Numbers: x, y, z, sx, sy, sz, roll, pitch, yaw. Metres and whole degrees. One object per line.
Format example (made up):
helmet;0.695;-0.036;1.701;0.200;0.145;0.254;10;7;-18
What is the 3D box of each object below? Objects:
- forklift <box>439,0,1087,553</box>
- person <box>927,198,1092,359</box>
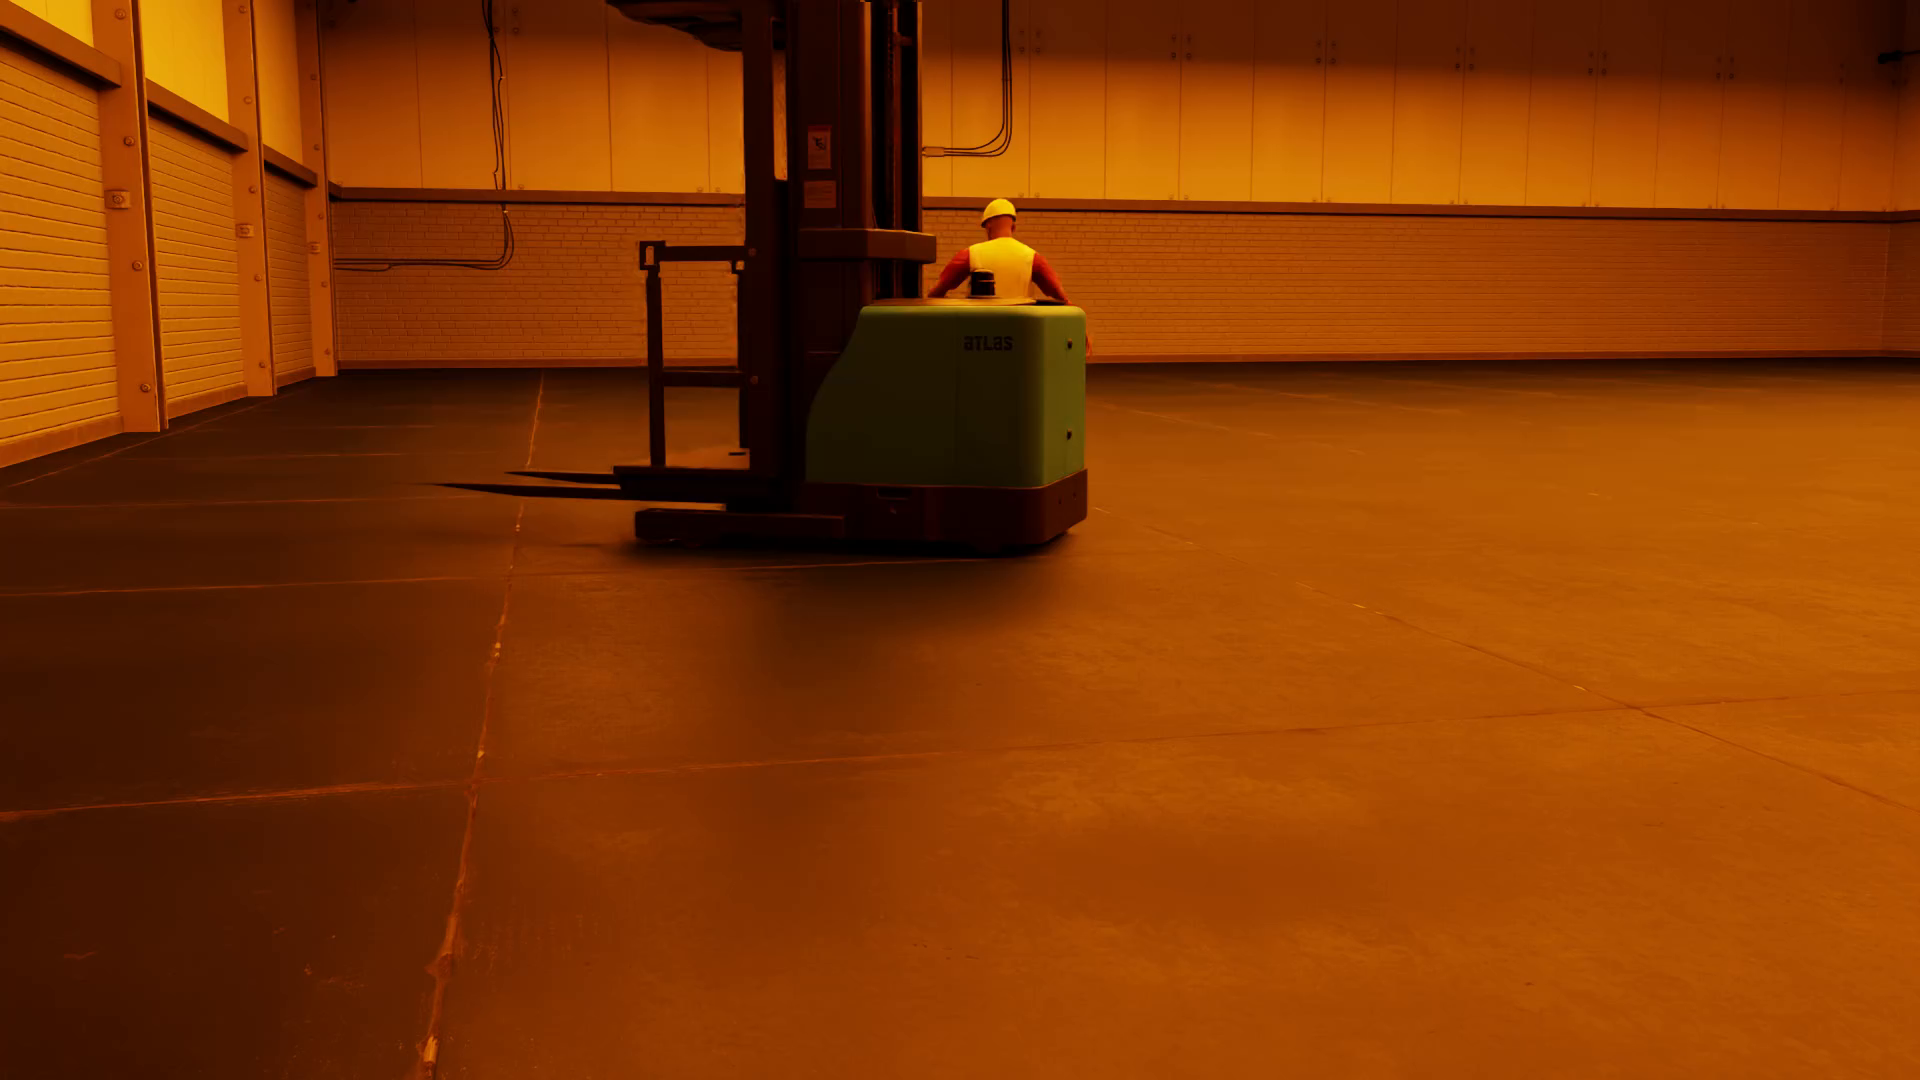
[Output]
forklift;-0.970;-1.486;7.750;3.031;2.935;1.130;2;8;16
person;0.285;-1.260;10.512;1.046;1.755;0.734;-1;8;-4
